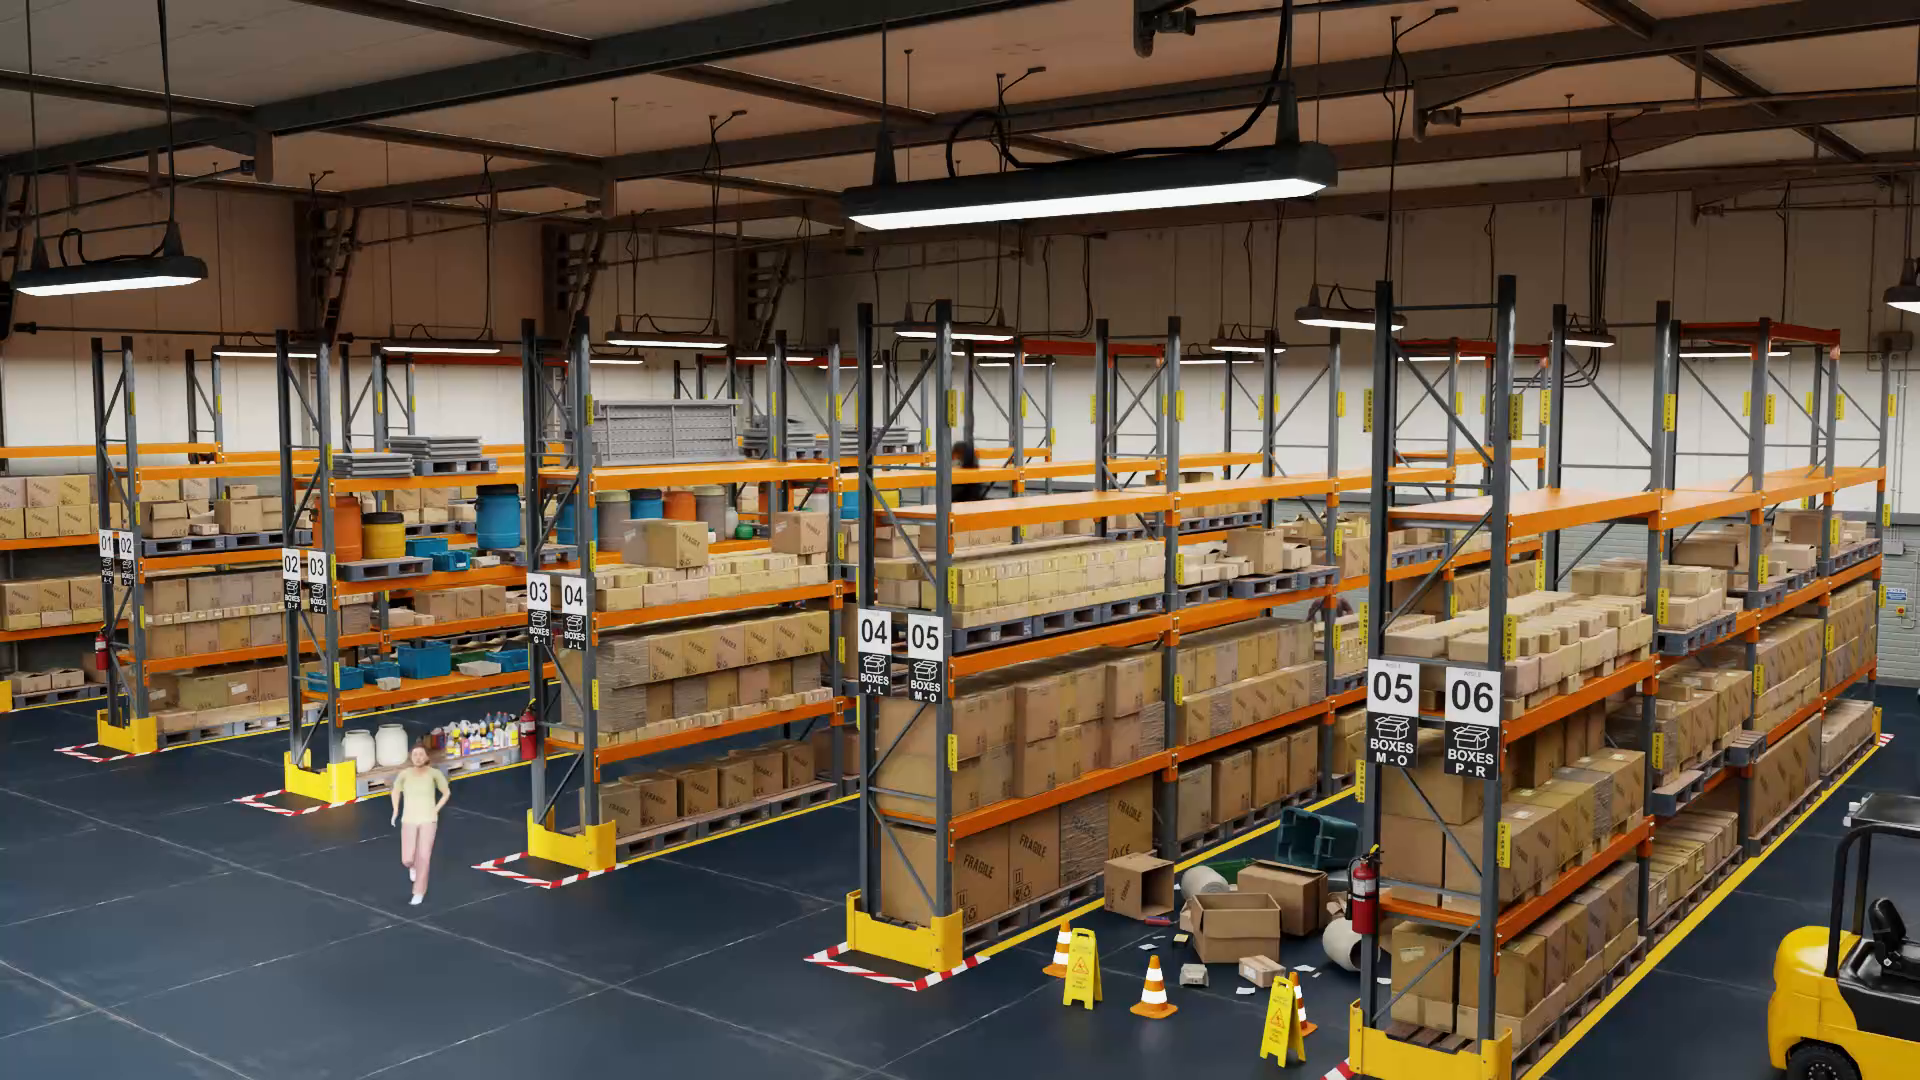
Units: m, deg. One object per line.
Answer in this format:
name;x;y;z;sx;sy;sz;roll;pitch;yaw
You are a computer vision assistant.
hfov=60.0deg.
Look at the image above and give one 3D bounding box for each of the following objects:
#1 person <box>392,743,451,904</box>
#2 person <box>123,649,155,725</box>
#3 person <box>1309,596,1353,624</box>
person;-5.526;2.884;17.039;0.593;1.627;0.506;-1;5;-9
person;-12.901;2.041;26.253;0.576;1.749;0.719;2;5;22
person;6.724;1.709;29.947;0.754;1.693;0.934;-1;5;-7
